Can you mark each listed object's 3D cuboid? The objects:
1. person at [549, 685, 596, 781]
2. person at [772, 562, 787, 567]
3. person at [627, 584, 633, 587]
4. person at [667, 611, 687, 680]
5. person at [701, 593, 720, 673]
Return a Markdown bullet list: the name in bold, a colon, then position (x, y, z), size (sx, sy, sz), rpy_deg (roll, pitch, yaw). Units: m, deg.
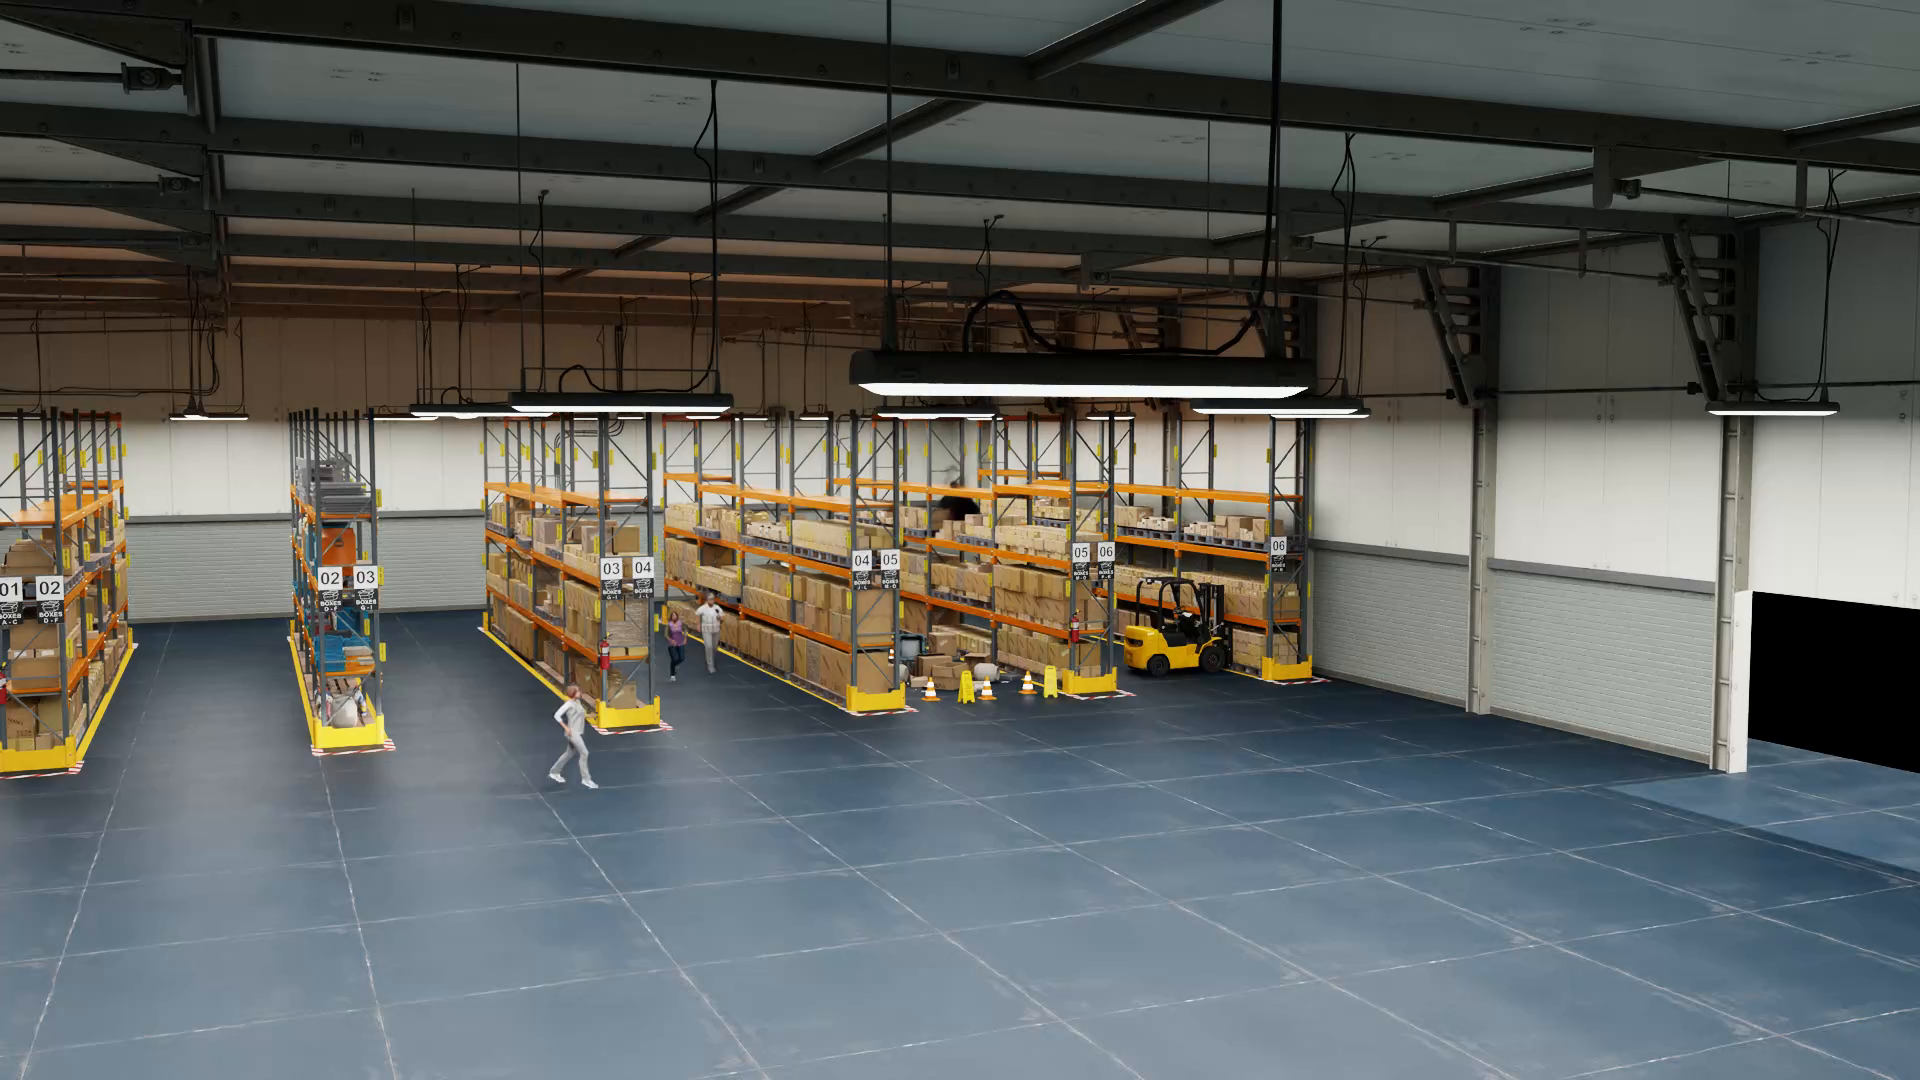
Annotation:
- **person**: position (-6.089, 3.017, 26.060), size (0.751, 1.493, 0.432), rpy_deg (0, 4, -2)
- **person**: position (-5.539, 1.302, 50.601), size (0.781, 1.823, 0.669), rpy_deg (-2, 4, -26)
- **person**: position (-9.000, 1.703, 45.690), size (0.623, 1.651, 0.772), rpy_deg (-1, 4, -19)
- **person**: position (-6.315, 2.360, 37.038), size (0.538, 1.558, 0.602), rpy_deg (-2, 4, -25)
- **person**: position (-5.770, 2.118, 38.509), size (0.443, 1.792, 0.963), rpy_deg (-2, 4, -27)
